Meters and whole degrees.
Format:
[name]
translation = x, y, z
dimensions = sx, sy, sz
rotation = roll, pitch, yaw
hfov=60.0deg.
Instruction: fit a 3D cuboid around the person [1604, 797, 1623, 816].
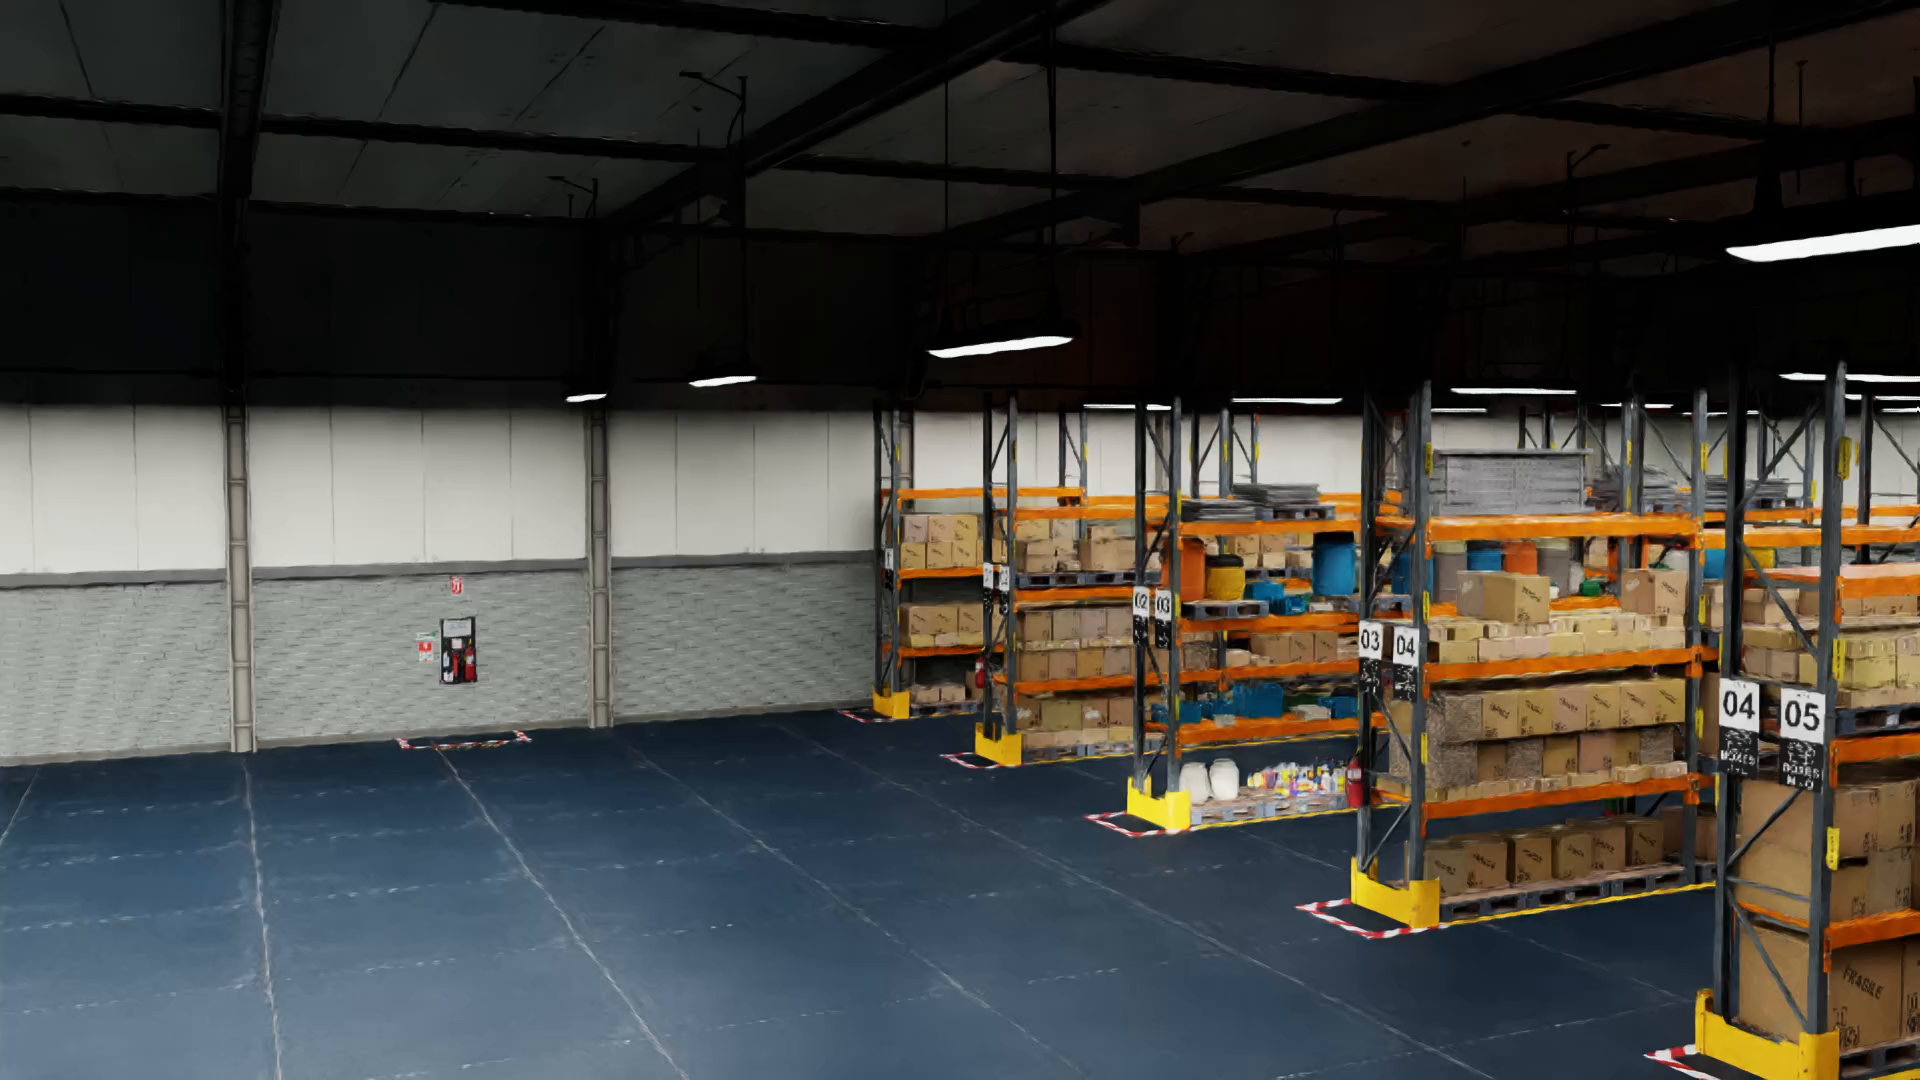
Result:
[person]
translation = 8.672, 2.981, 21.886
dimensions = 0.655, 1.785, 0.577
rotation = 0, 3, 8
